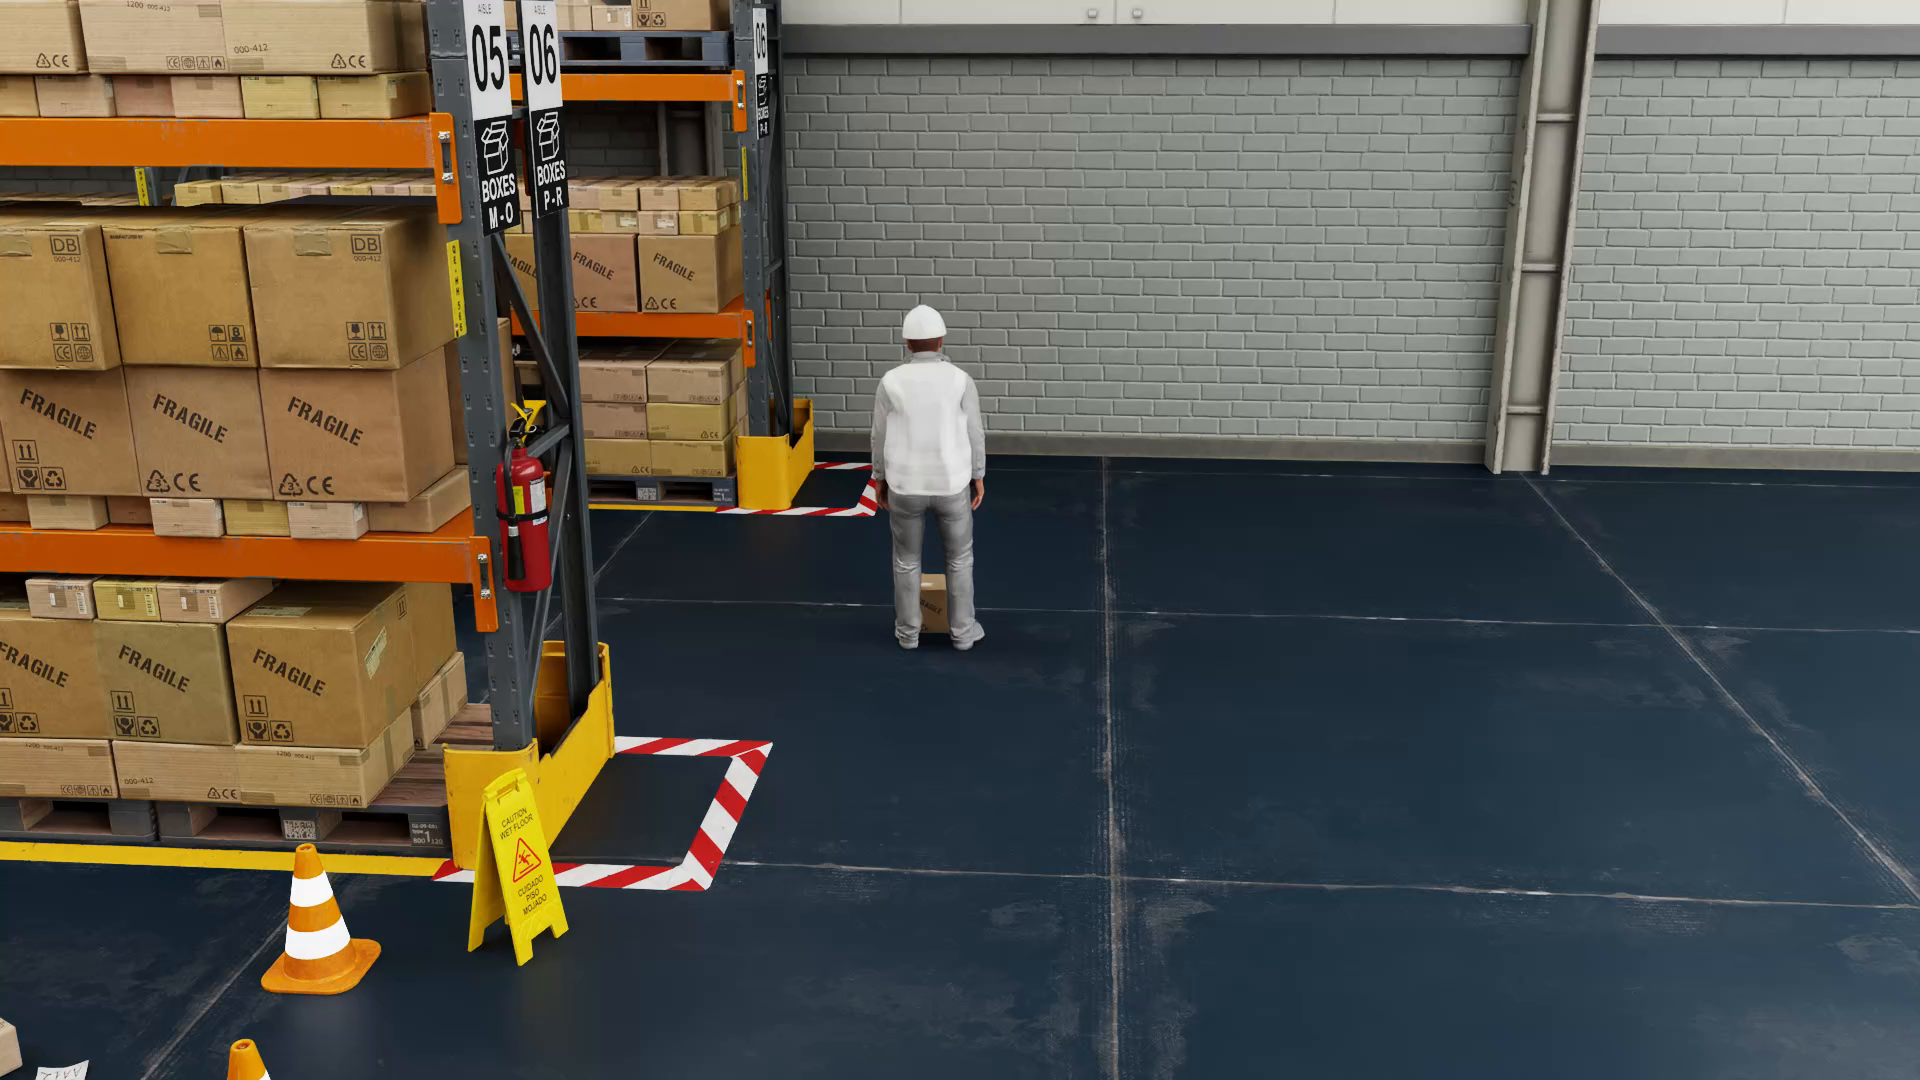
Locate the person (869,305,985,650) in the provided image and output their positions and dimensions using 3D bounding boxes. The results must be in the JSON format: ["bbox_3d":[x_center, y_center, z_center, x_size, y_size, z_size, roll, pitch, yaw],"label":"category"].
[{"bbox_3d":[-0.163,-0.304,8.478,0.587,1.770,0.464,0,17,1],"label":"person"}]
